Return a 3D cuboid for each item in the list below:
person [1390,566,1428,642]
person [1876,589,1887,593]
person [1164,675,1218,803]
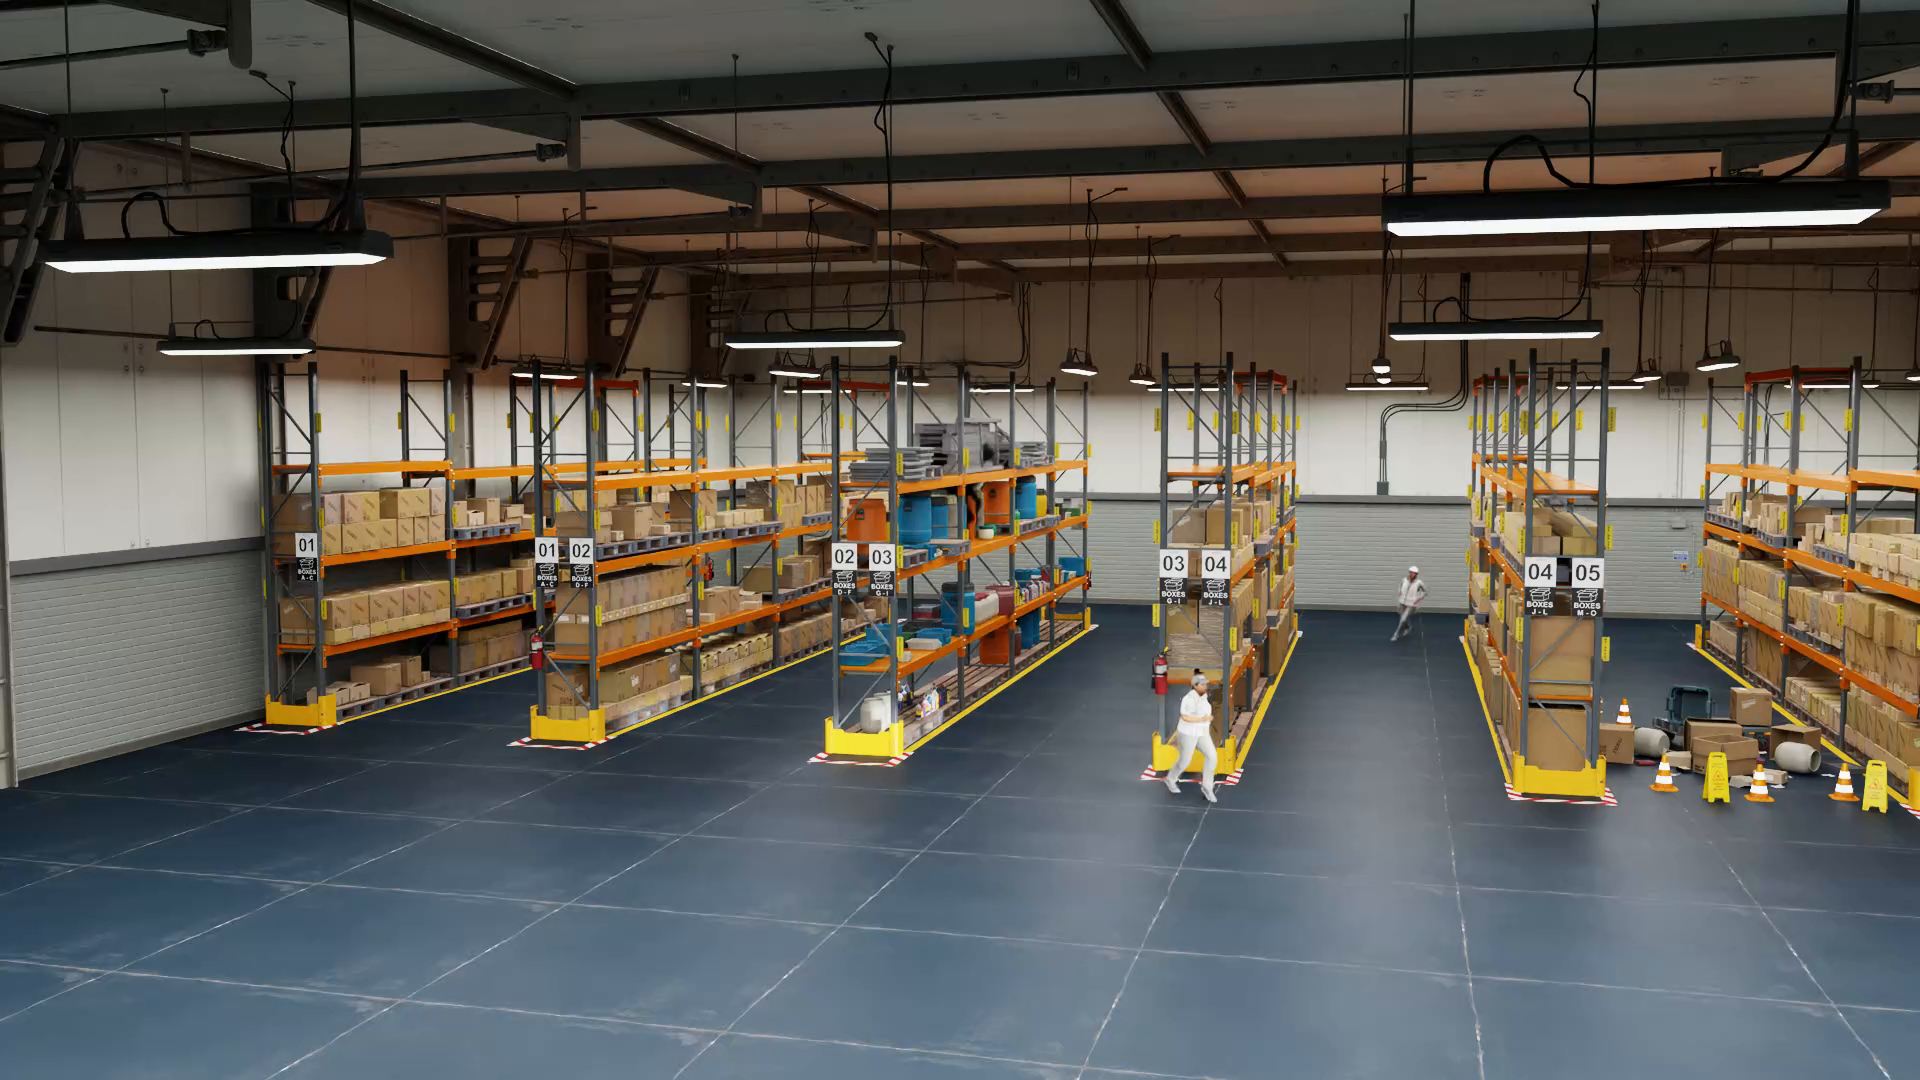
[{"bbox_3d":[10.339,1.463,38.114,0.691,1.742,0.913,4,6,44],"label":"person"},{"bbox_3d":[18.060,1.824,32.586,0.720,1.834,0.787,0,4,4],"label":"person"},{"bbox_3d":[3.080,2.627,22.188,0.627,1.712,0.848,-4,6,-43],"label":"person"}]
